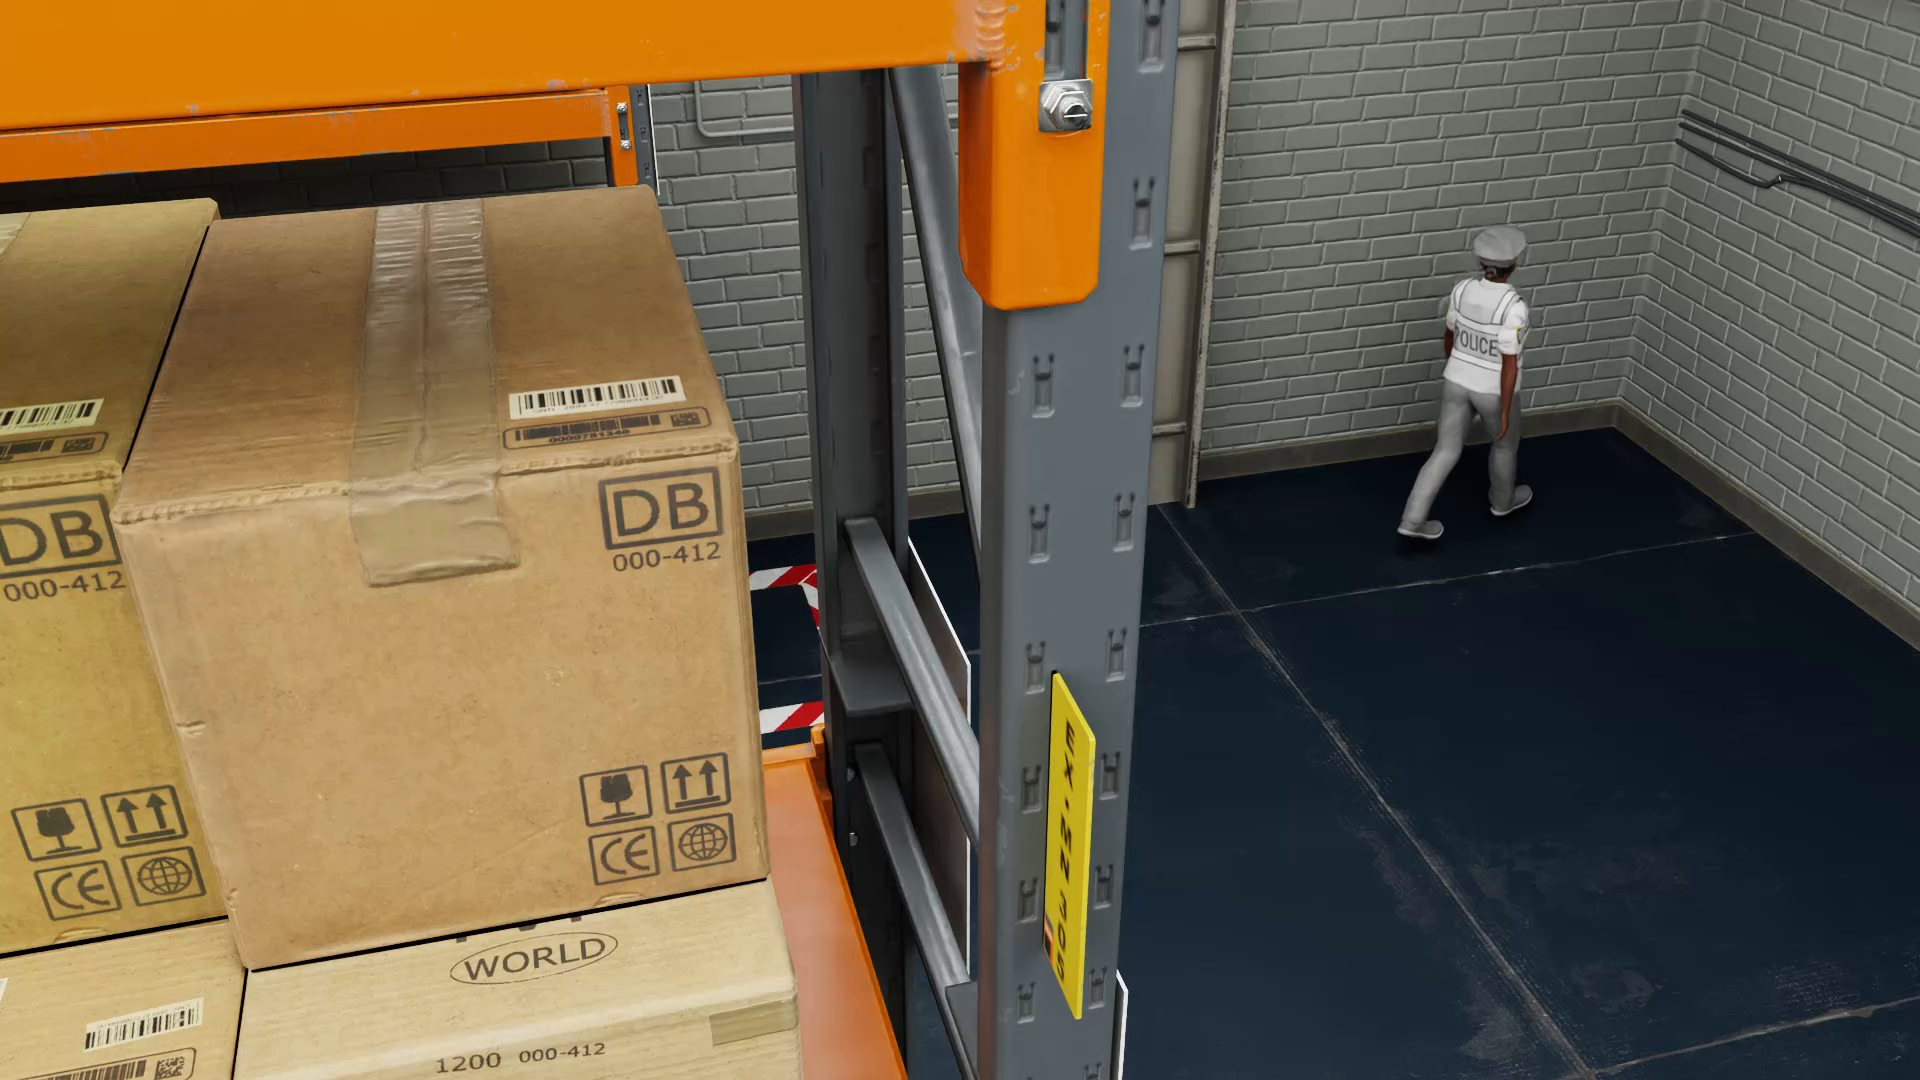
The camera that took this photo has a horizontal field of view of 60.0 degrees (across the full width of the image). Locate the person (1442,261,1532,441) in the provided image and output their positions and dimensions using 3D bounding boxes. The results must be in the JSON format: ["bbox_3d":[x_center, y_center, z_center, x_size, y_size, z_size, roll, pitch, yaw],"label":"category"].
[{"bbox_3d":[2.654,-1.050,8.316,0.342,0.994,0.489,-26,39,-36],"label":"person"}]
